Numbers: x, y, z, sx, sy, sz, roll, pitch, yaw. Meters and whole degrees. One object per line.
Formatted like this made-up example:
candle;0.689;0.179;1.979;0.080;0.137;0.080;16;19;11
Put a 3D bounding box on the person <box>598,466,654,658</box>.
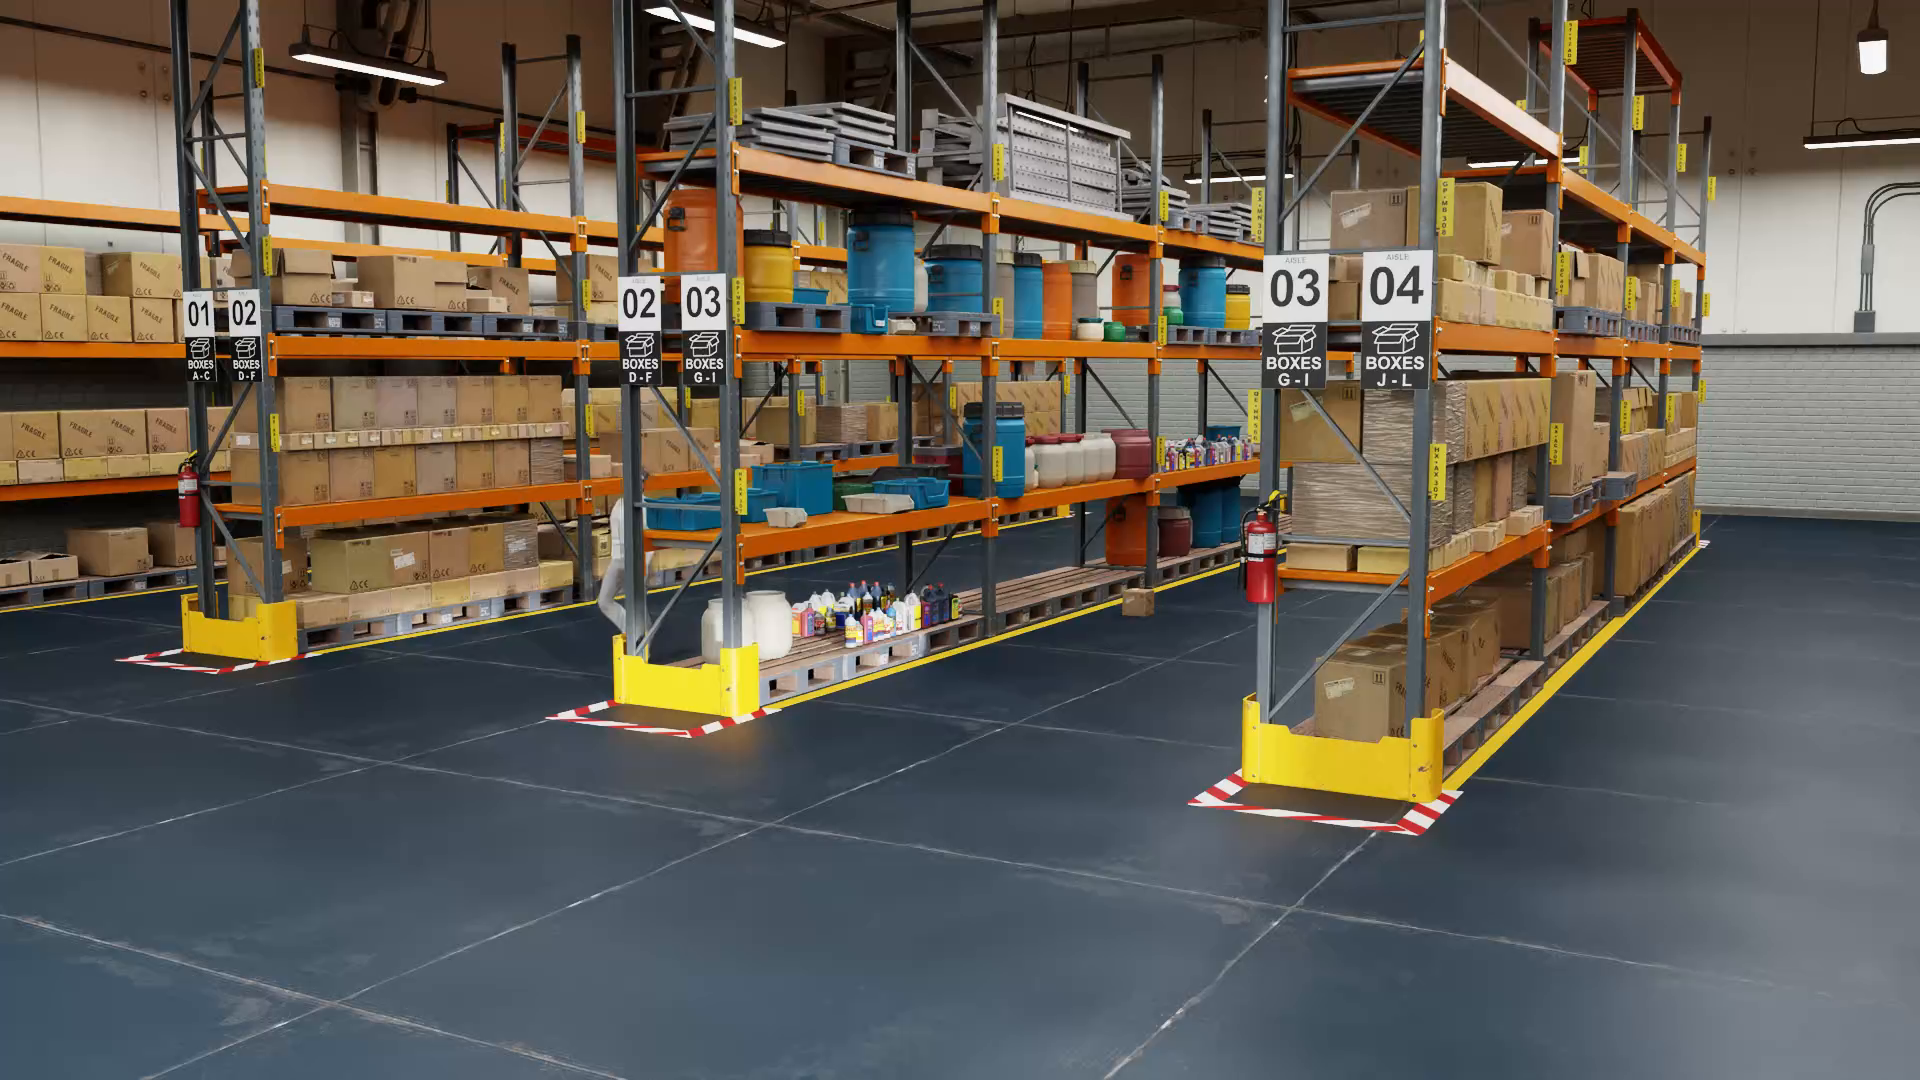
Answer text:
person;-2.821;0.201;14.166;0.516;1.695;0.442;4;7;33
